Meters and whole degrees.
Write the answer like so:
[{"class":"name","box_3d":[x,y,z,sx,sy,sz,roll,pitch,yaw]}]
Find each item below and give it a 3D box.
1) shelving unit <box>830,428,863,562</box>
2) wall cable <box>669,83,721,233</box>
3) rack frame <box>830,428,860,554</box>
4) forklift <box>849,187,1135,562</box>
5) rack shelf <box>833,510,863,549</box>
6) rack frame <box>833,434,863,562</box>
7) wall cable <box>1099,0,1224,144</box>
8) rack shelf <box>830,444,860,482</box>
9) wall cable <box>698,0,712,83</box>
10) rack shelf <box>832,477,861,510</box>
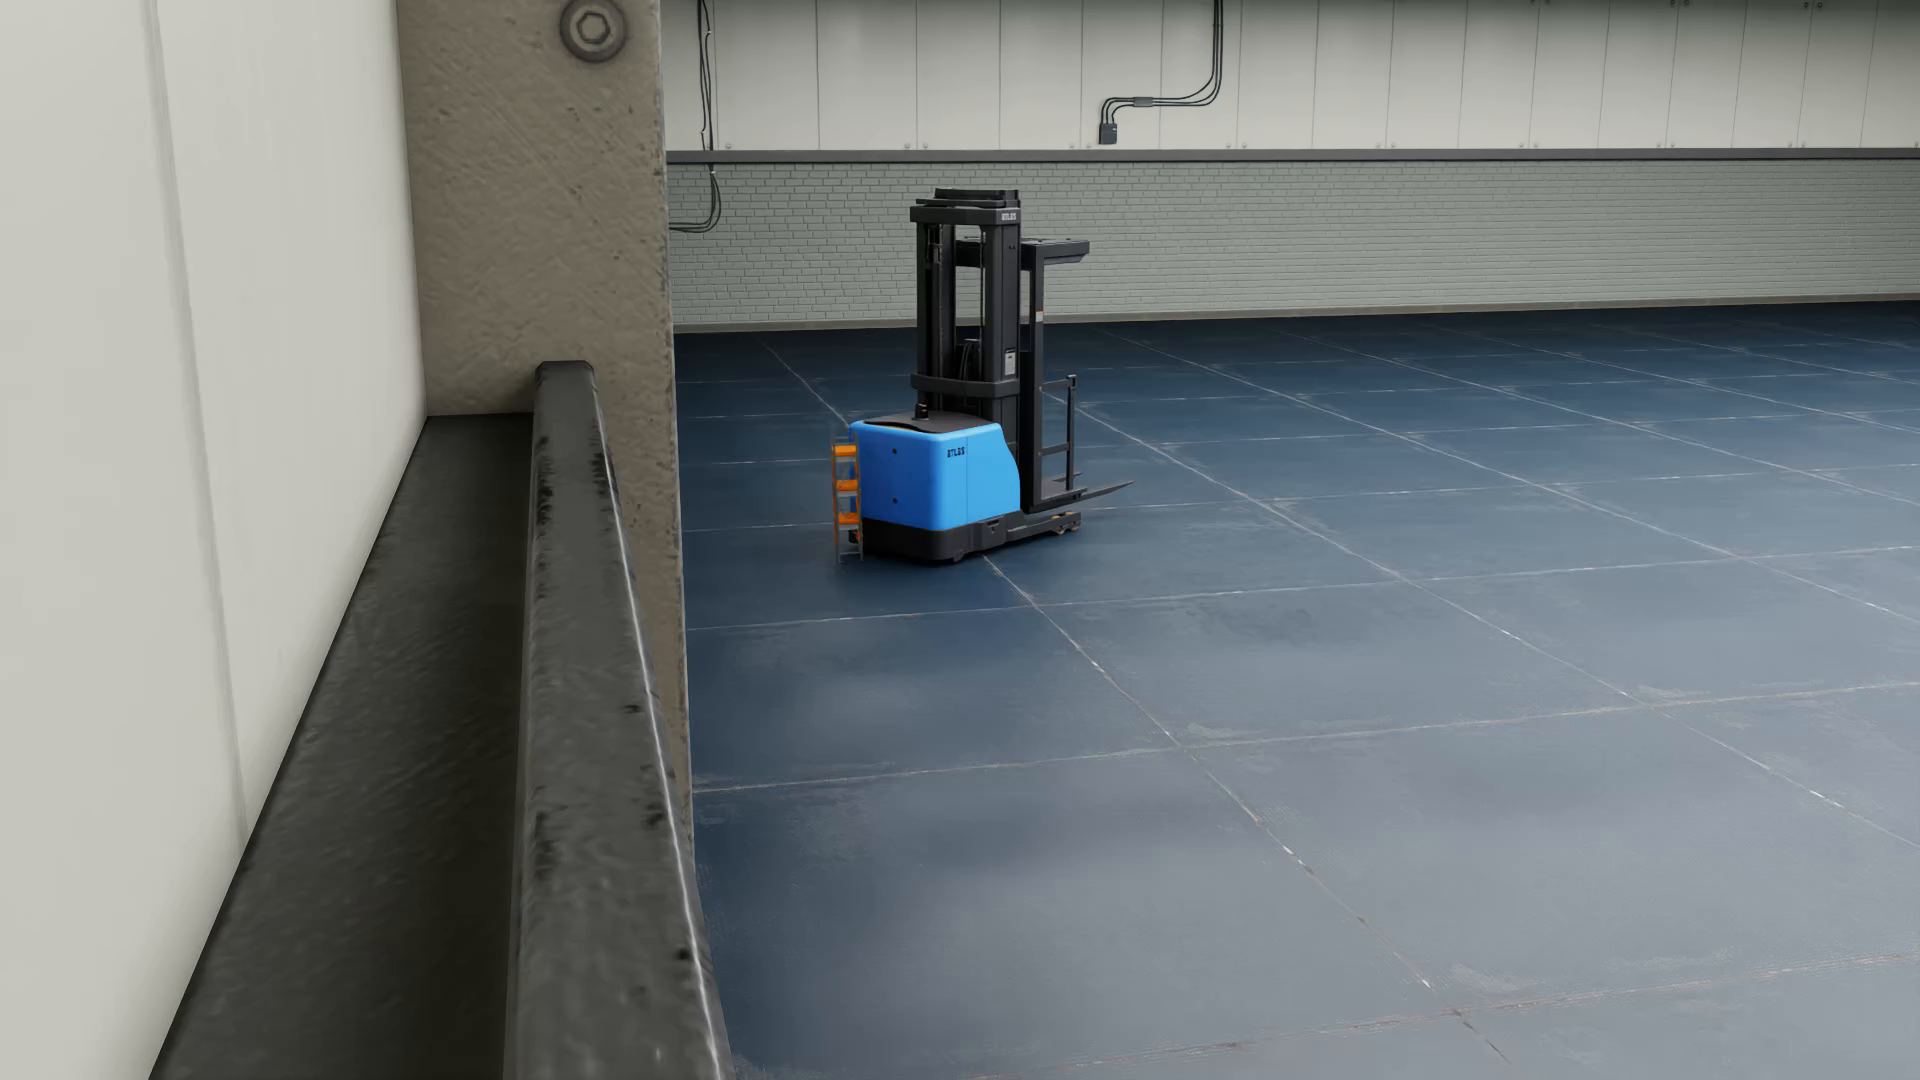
[{"class":"shelving unit","box_3d":[-0.917,-0.363,13.451,0.215,1.050,0.252,-4,16,-8]},{"class":"wall cable","box_3d":[-5.597,-6.407,28.013,3.097,2.526,0.112,-3,14,-13]},{"class":"rack frame","box_3d":[-0.935,-0.396,13.568,0.200,1.050,0.008,-4,16,-8]},{"class":"forklift","box_3d":[0.406,-1.538,14.324,1.130,2.935,3.031,11,18,39]},{"class":"rack shelf","box_3d":[-0.910,-0.086,13.529,0.215,0.259,0.240,-4,16,-8]},{"class":"rack frame","box_3d":[-0.899,-0.331,13.335,0.200,1.050,0.008,-4,16,-8]},{"class":"wall cable","box_3d":[3.635,-10.093,29.391,2.305,6.003,0.169,-3,14,-13]},{"class":"rack shelf","box_3d":[-0.923,-0.626,13.377,0.215,0.259,0.240,-4,16,-8]},{"class":"wall cable","box_3d":[-2.967,-9.012,28.030,3.097,2.526,0.112,-3,14,-13]},{"class":"rack shelf","box_3d":[-0.917,-0.353,13.454,0.215,0.259,0.240,-4,16,-8]}]
